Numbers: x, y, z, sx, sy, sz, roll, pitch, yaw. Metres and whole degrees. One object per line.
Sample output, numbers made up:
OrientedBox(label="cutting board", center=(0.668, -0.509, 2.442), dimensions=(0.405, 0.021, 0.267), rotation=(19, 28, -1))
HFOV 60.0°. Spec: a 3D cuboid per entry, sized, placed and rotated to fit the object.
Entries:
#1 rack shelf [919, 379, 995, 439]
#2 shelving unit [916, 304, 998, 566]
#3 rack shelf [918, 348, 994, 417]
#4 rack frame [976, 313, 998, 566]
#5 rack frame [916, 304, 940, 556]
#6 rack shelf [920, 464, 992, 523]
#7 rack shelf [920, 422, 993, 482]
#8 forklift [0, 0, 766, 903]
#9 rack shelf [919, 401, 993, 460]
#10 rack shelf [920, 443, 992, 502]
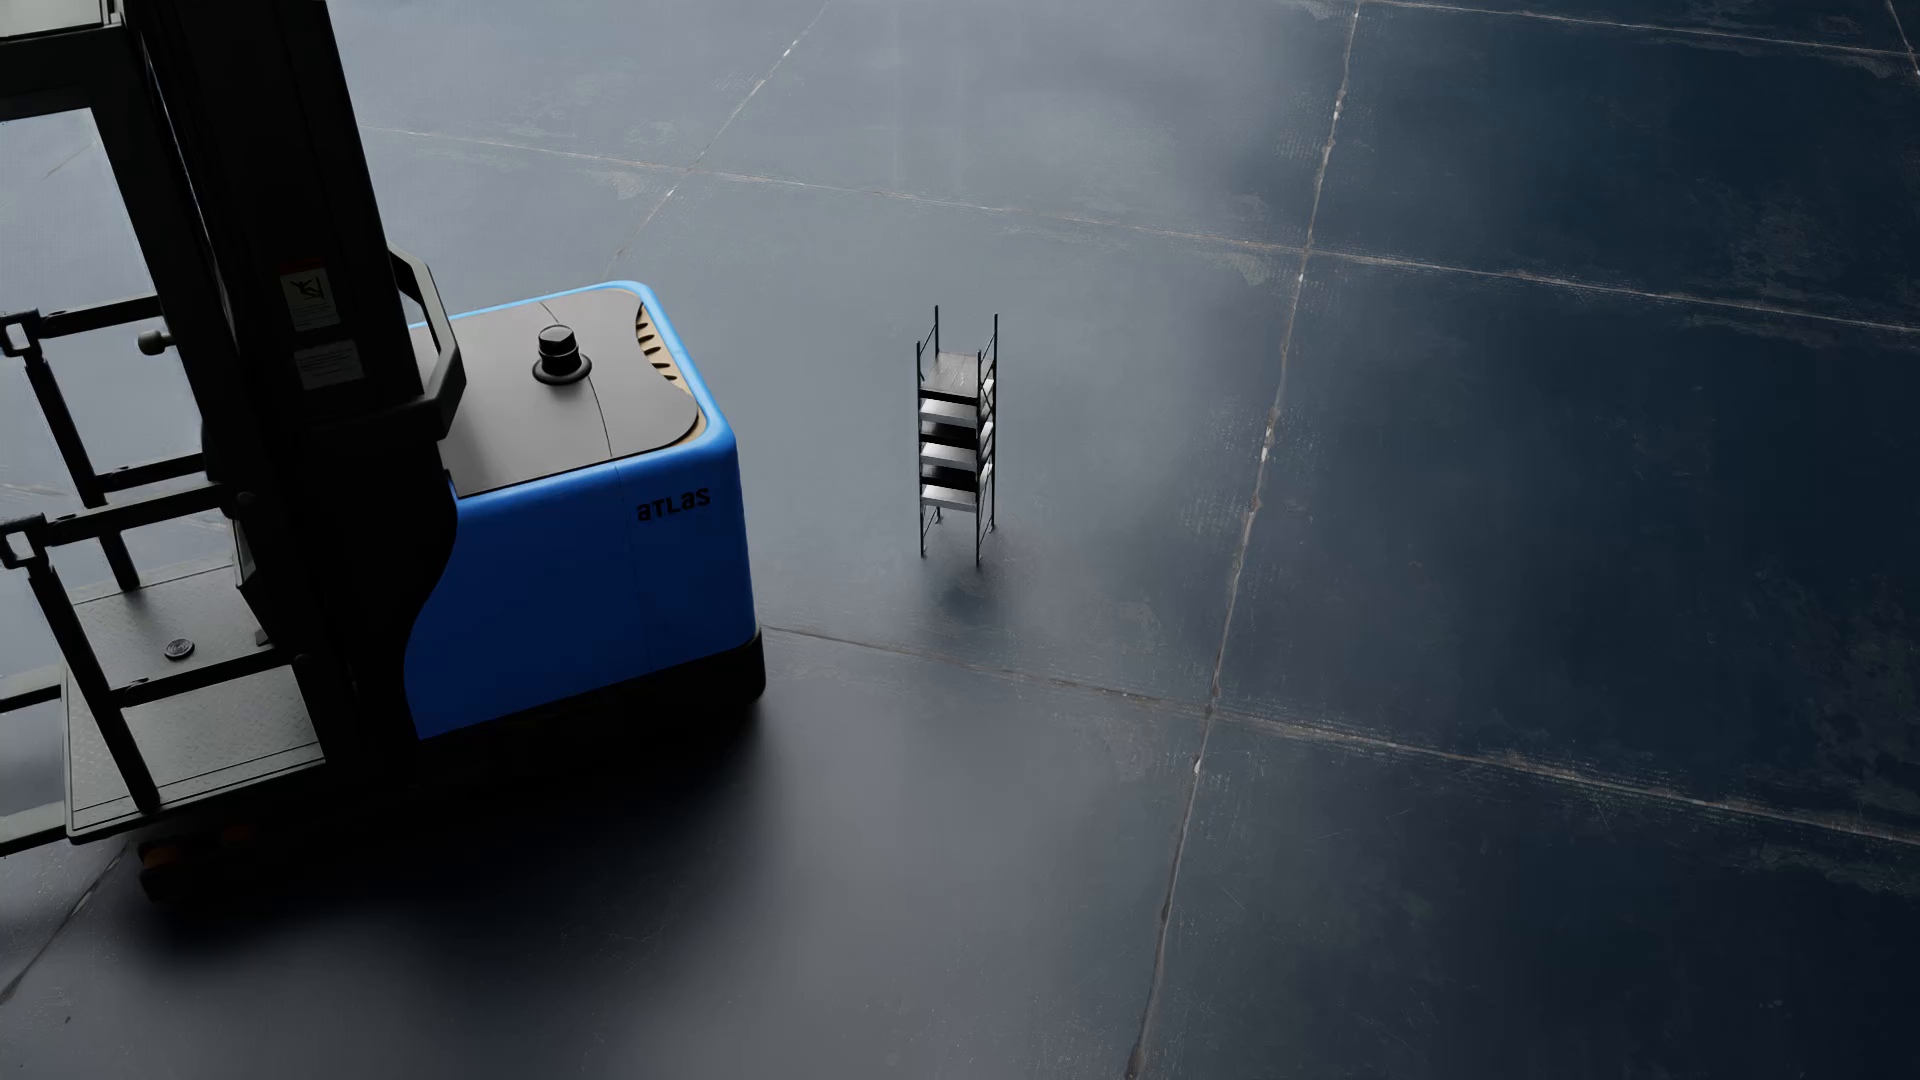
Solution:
OrientedBox(label="rack shelf", center=(-0.008, -0.458, 5.600), dimensions=(0.200, 0.077, 0.258), rotation=(10, 41, 11))
OrientedBox(label="shelving unit", center=(-0.008, -0.346, 5.695), dimensions=(0.210, 0.900, 0.258), rotation=(10, 41, 11))
OrientedBox(label="rack shelf", center=(-0.008, -0.527, 5.543), dimensions=(0.200, 0.077, 0.258), rotation=(10, 41, 11))
OrientedBox(label="rack frame", center=(0.090, -0.329, 5.675), dimensions=(0.006, 0.900, 0.240), rotation=(10, 41, 11))
OrientedBox(label="rack frame", center=(-0.106, -0.363, 5.715), dimensions=(0.006, 0.900, 0.240), rotation=(10, 41, 11))
OrientedBox(label="rack shelf", center=(-0.008, -0.183, 5.832), dimensions=(0.200, 0.077, 0.258), rotation=(10, 41, 11))
OrientedBox(label="rack shelf", center=(-0.008, -0.320, 5.716), dimensions=(0.200, 0.077, 0.258), rotation=(10, 41, 11))
OrientedBox(label="forklift", center=(-2.184, -0.487, 4.283), dimensions=(3.031, 2.935, 1.130), rotation=(-16, 43, -18))
OrientedBox(label="rack shelf", center=(-0.008, -0.389, 5.658), dimensions=(0.200, 0.077, 0.258), rotation=(10, 41, 11))
OrientedBox(label="rack shelf", center=(-0.008, -0.252, 5.774), dimensions=(0.200, 0.077, 0.258), rotation=(10, 41, 11))
